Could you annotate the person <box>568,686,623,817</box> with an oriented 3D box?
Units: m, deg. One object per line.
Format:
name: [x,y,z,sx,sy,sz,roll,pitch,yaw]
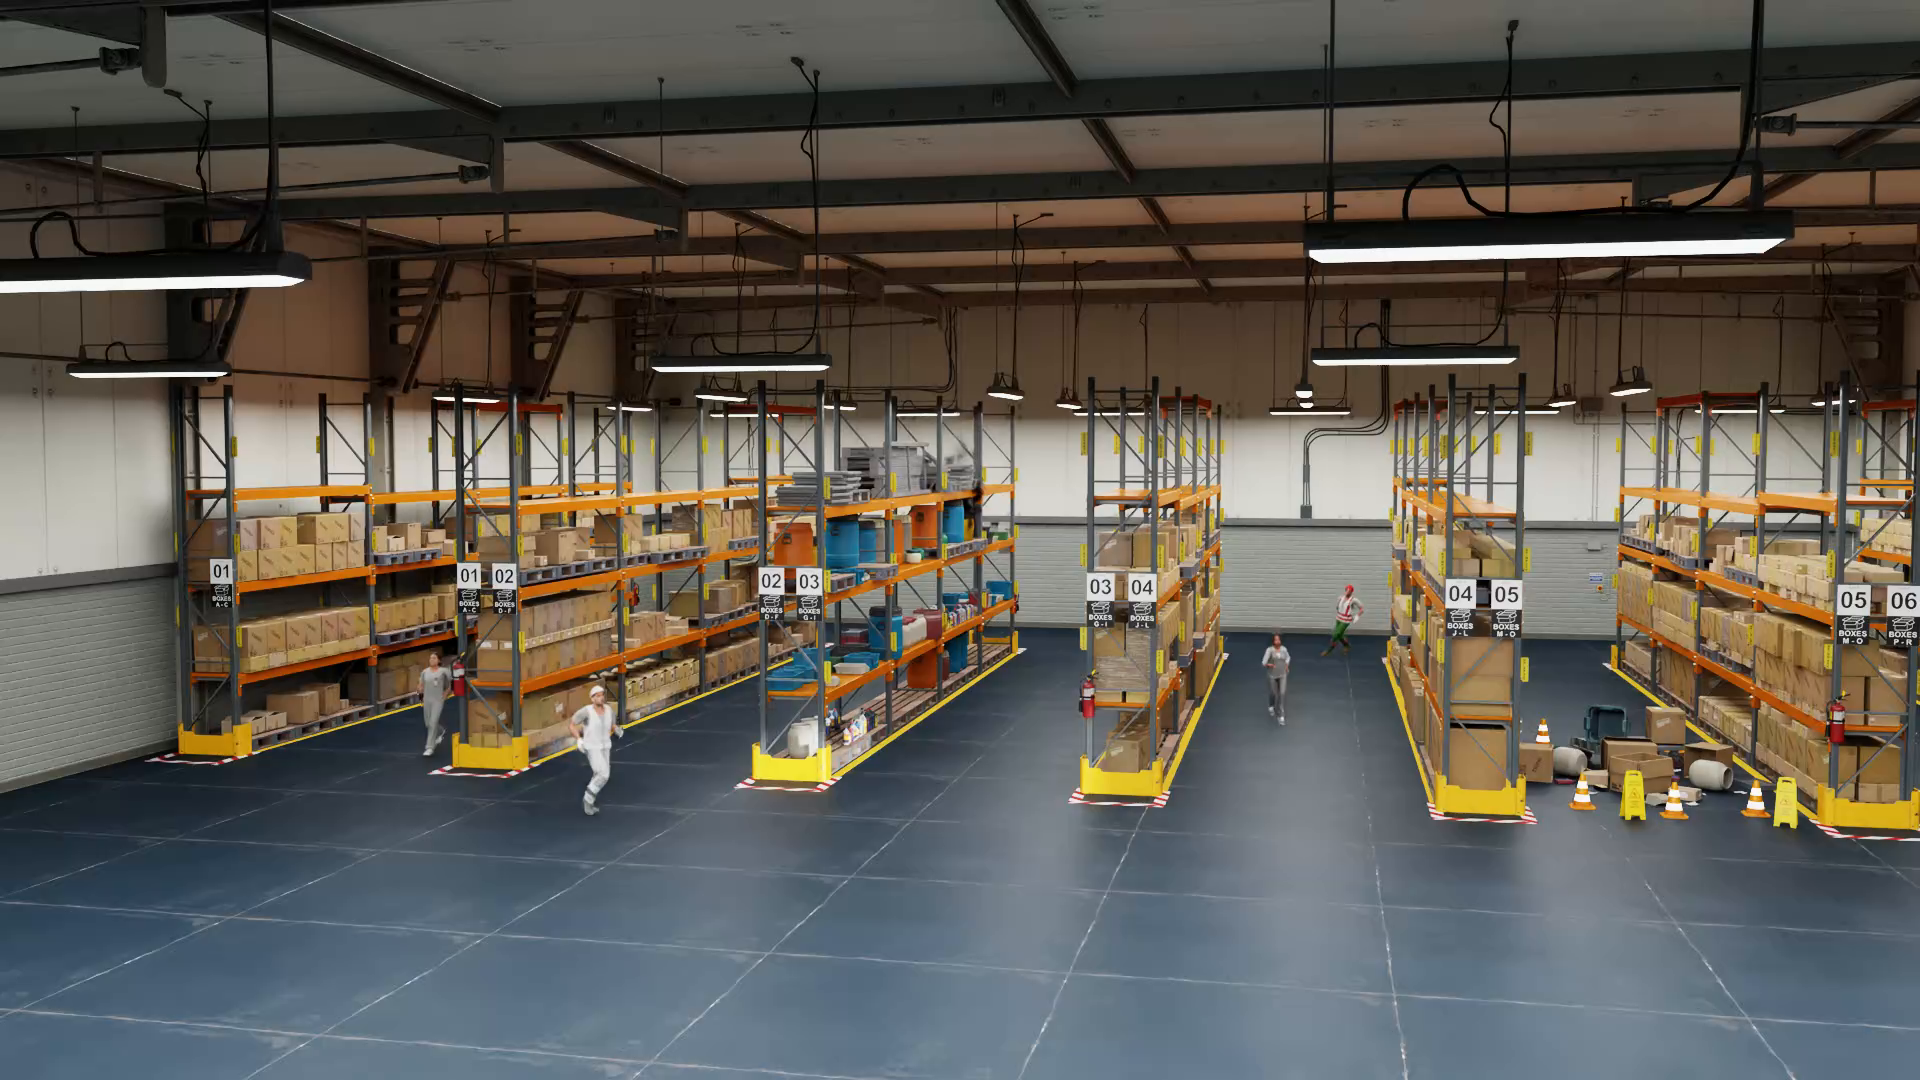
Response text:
person: [-4.873,2.855,22.537,0.666,1.770,0.624,3,4,39]

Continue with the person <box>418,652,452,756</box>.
person: [-8.562,2.638,27.097,0.571,1.638,0.924,0,3,5]

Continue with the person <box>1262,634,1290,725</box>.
person: [5.748,2.499,30.181,0.540,1.597,0.831,0,3,0]

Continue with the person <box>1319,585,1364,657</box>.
person: [9.086,1.921,39.522,0.883,1.727,0.687,-2,4,-25]
